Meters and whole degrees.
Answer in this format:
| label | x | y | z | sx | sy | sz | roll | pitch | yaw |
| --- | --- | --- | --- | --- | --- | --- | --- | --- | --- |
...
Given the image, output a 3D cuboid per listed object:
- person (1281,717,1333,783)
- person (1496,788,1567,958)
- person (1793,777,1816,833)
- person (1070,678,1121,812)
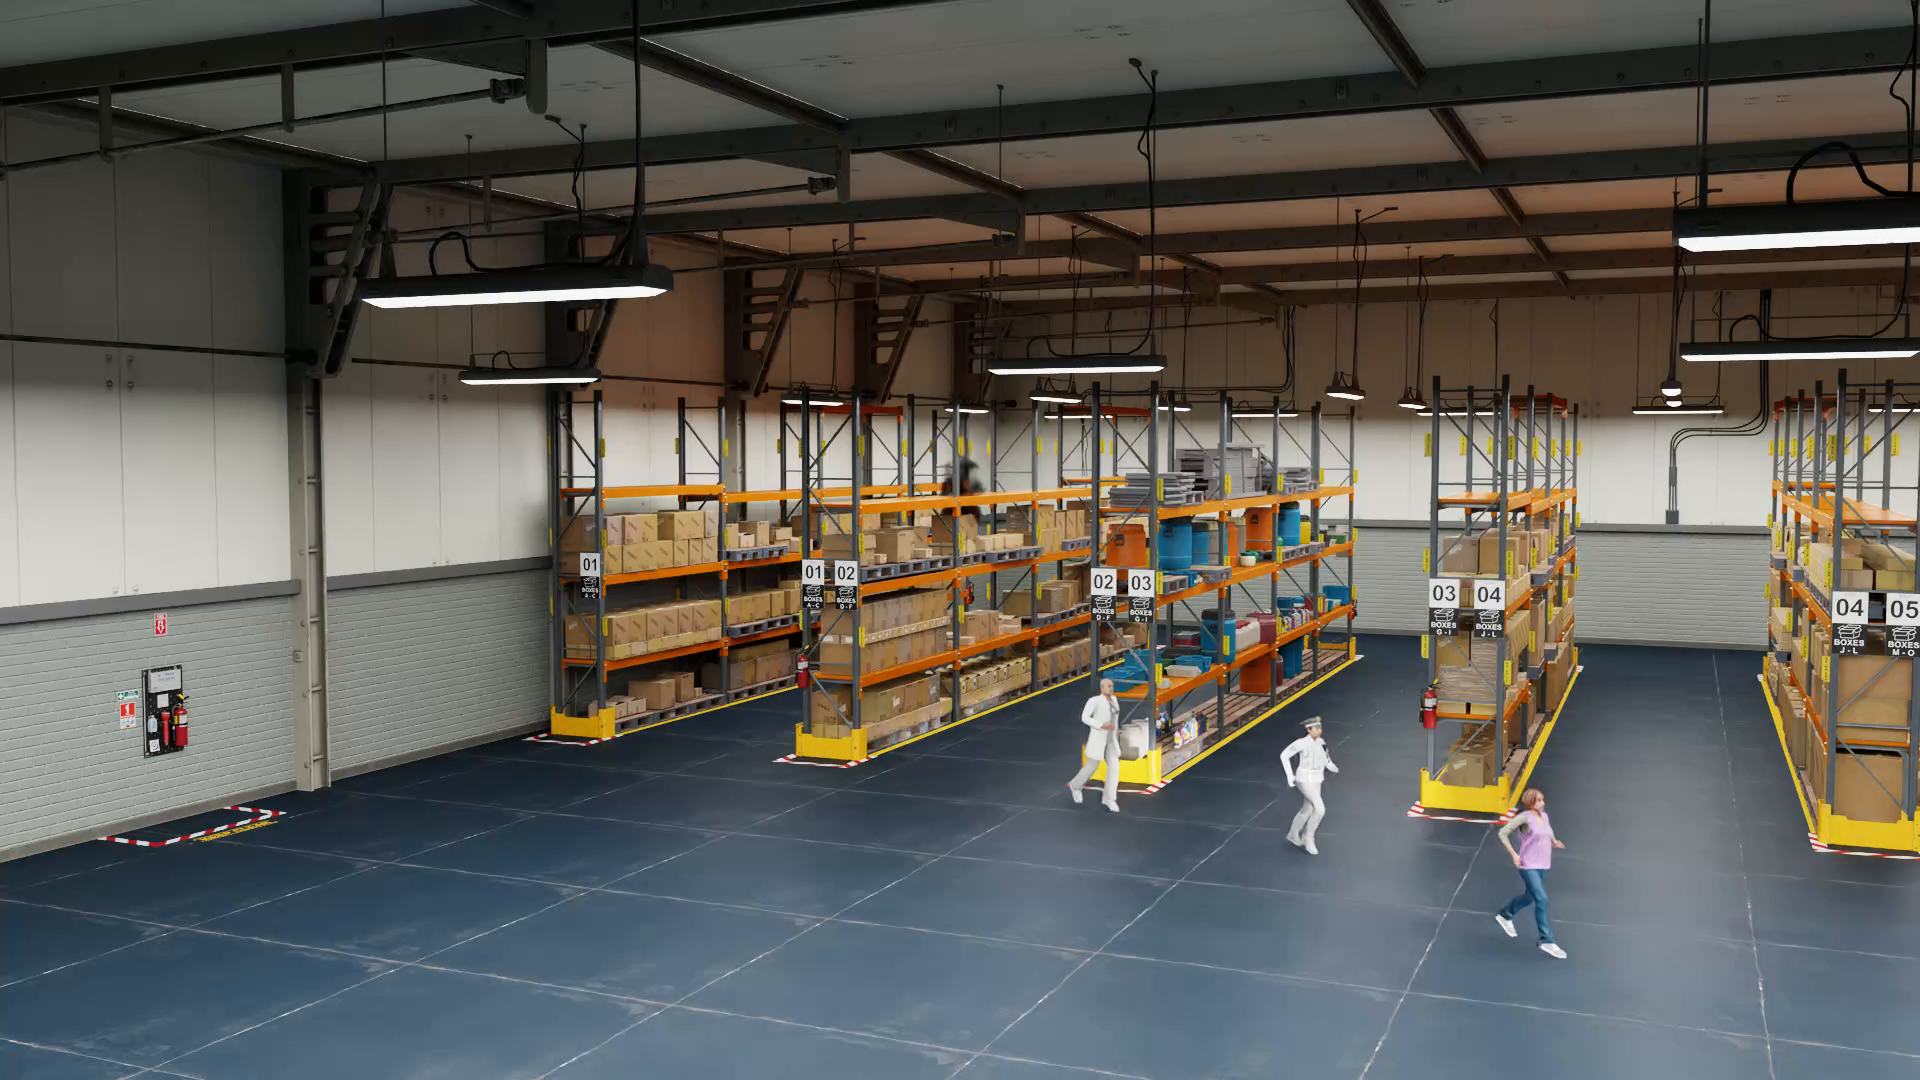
| label | x | y | z | sx | sy | sz | roll | pitch | yaw |
| --- | --- | --- | --- | --- | --- | --- | --- | --- | --- |
| person | 4.341 | 2.580 | 20.554 | 0.573 | 0.813 | 0.533 | -3 | 4 | -40 |
| person | 5.688 | 3.263 | 16.548 | 0.539 | 1.596 | 0.871 | -2 | 4 | -36 |
| person | 17.391 | 2.712 | 26.879 | 8.748 | 1.625 | 13.985 | 1 | 3 | 18 |
| person | 1.989 | 2.825 | 23.223 | 0.740 | 1.789 | 0.992 | -2 | 4 | -34 |
